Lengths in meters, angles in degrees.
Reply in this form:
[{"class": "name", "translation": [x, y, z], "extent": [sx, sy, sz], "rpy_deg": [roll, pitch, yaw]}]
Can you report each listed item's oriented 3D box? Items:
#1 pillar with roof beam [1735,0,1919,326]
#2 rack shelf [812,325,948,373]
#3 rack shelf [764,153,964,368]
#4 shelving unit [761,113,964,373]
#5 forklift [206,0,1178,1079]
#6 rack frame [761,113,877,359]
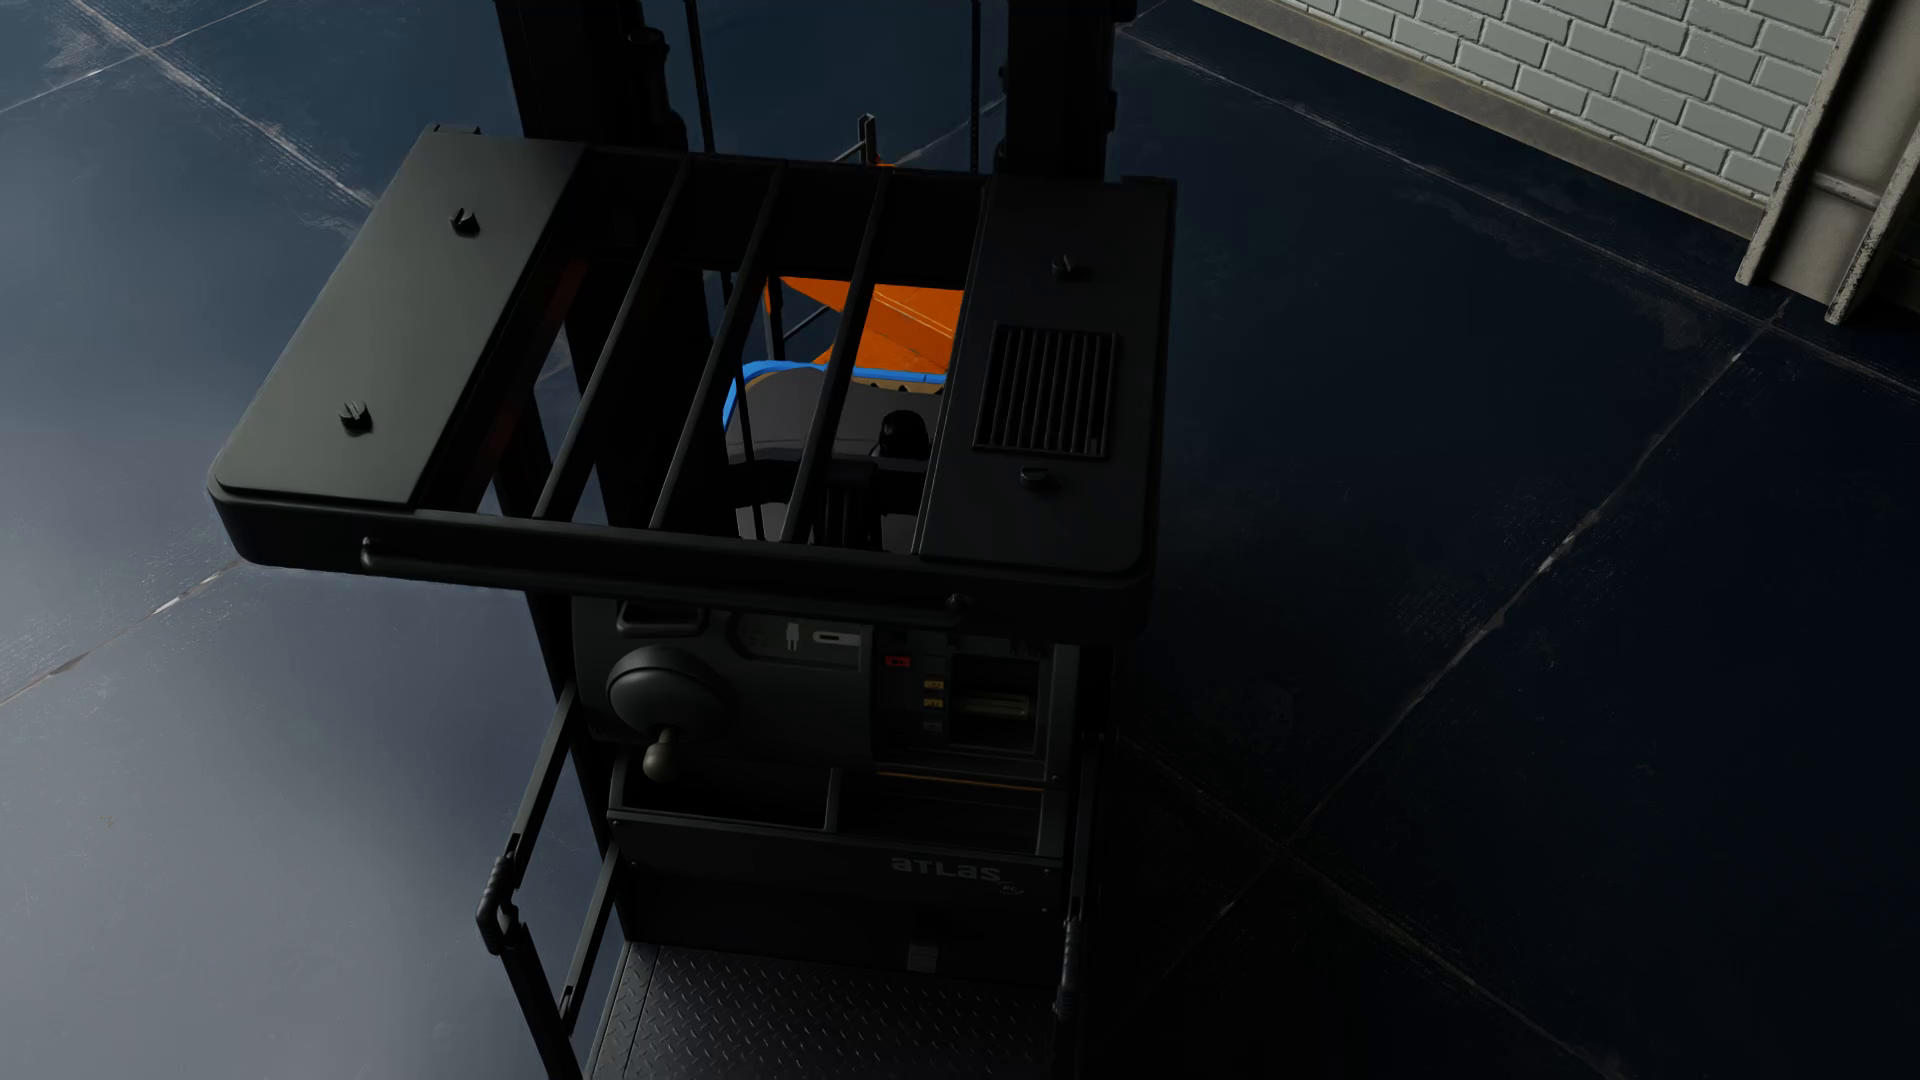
[{"class": "pillar with roof beam", "translation": [0.195, -1.721, 0.693], "extent": [0.400, 9.000, 9.100], "rpy_deg": [34, 55, 28]}, {"class": "rack shelf", "translation": [-0.018, -0.322, 5.117], "extent": [1.000, 0.278, 0.538], "rpy_deg": [30, 54, 25]}, {"class": "rack shelf", "translation": [-0.018, -0.690, 4.725], "extent": [1.000, 0.278, 0.538], "rpy_deg": [30, 54, 25]}, {"class": "shelving unit", "translation": [-0.018, -0.490, 4.938], "extent": [1.048, 1.125, 0.538], "rpy_deg": [30, 54, 25]}, {"class": "forklift", "translation": [-0.273, 0.372, 2.891], "extent": [1.130, 2.935, 3.031], "rpy_deg": [5, 47, 5]}, {"class": "rack frame", "translation": [-0.416, -0.721, 5.155], "extent": [0.032, 1.125, 0.500], "rpy_deg": [30, 54, 25]}]
